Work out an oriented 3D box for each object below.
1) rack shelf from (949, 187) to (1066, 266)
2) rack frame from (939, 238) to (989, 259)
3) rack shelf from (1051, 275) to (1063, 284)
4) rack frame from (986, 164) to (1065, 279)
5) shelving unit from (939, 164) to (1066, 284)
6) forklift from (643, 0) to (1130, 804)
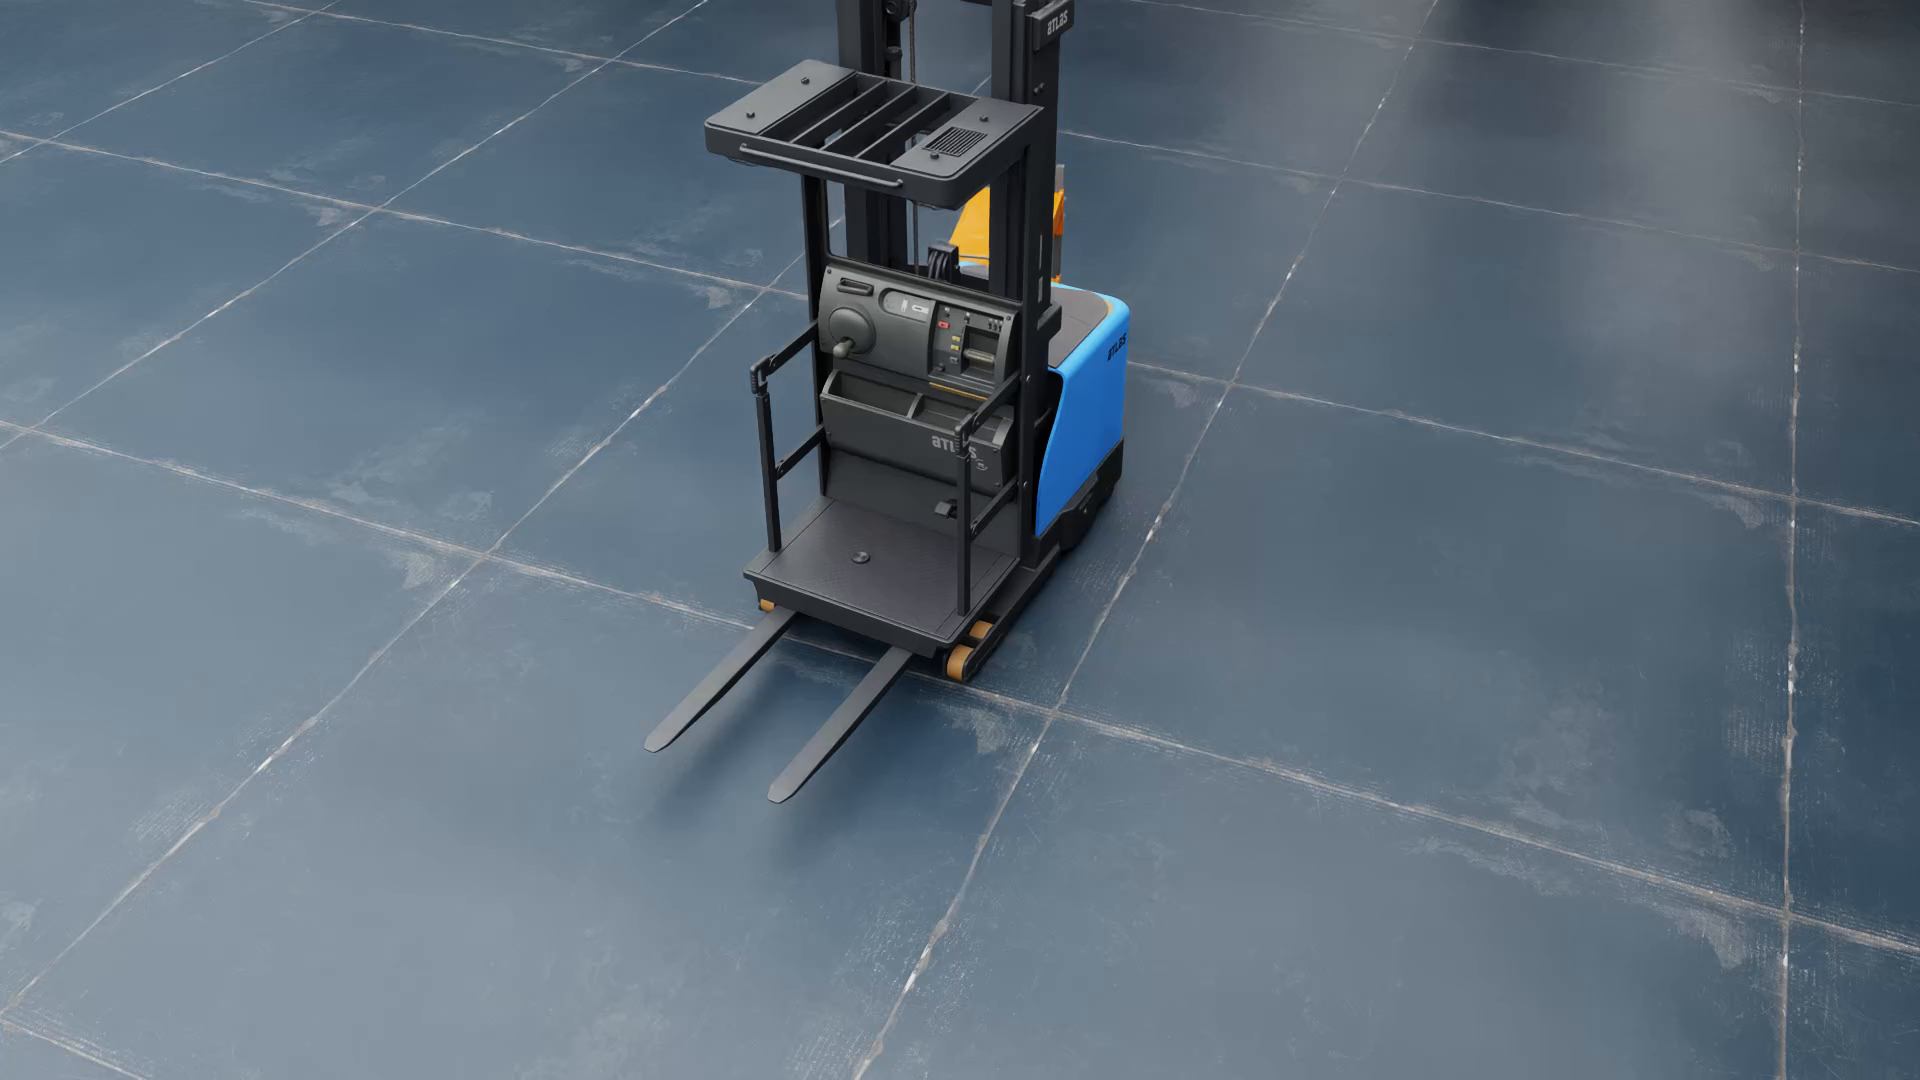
[{"bbox_3d":[0.237,-1.597,9.060,0.538,0.278,1.000,7,37,9],"label":"rack shelf"},{"bbox_3d":[0.137,-1.064,8.836,0.500,1.125,0.032,7,37,9],"label":"rack frame"},{"bbox_3d":[0.237,-1.167,9.382,0.538,0.278,1.000,7,37,9],"label":"rack shelf"},{"bbox_3d":[0.337,-1.661,9.635,0.500,1.125,0.032,7,37,9],"label":"rack frame"},{"bbox_3d":[0.237,-1.363,9.235,0.538,1.125,1.048,7,37,9],"label":"shelving unit"},{"bbox_3d":[-0.295,-0.845,7.034,1.130,2.935,3.031,18,40,22],"label":"forklift"}]
